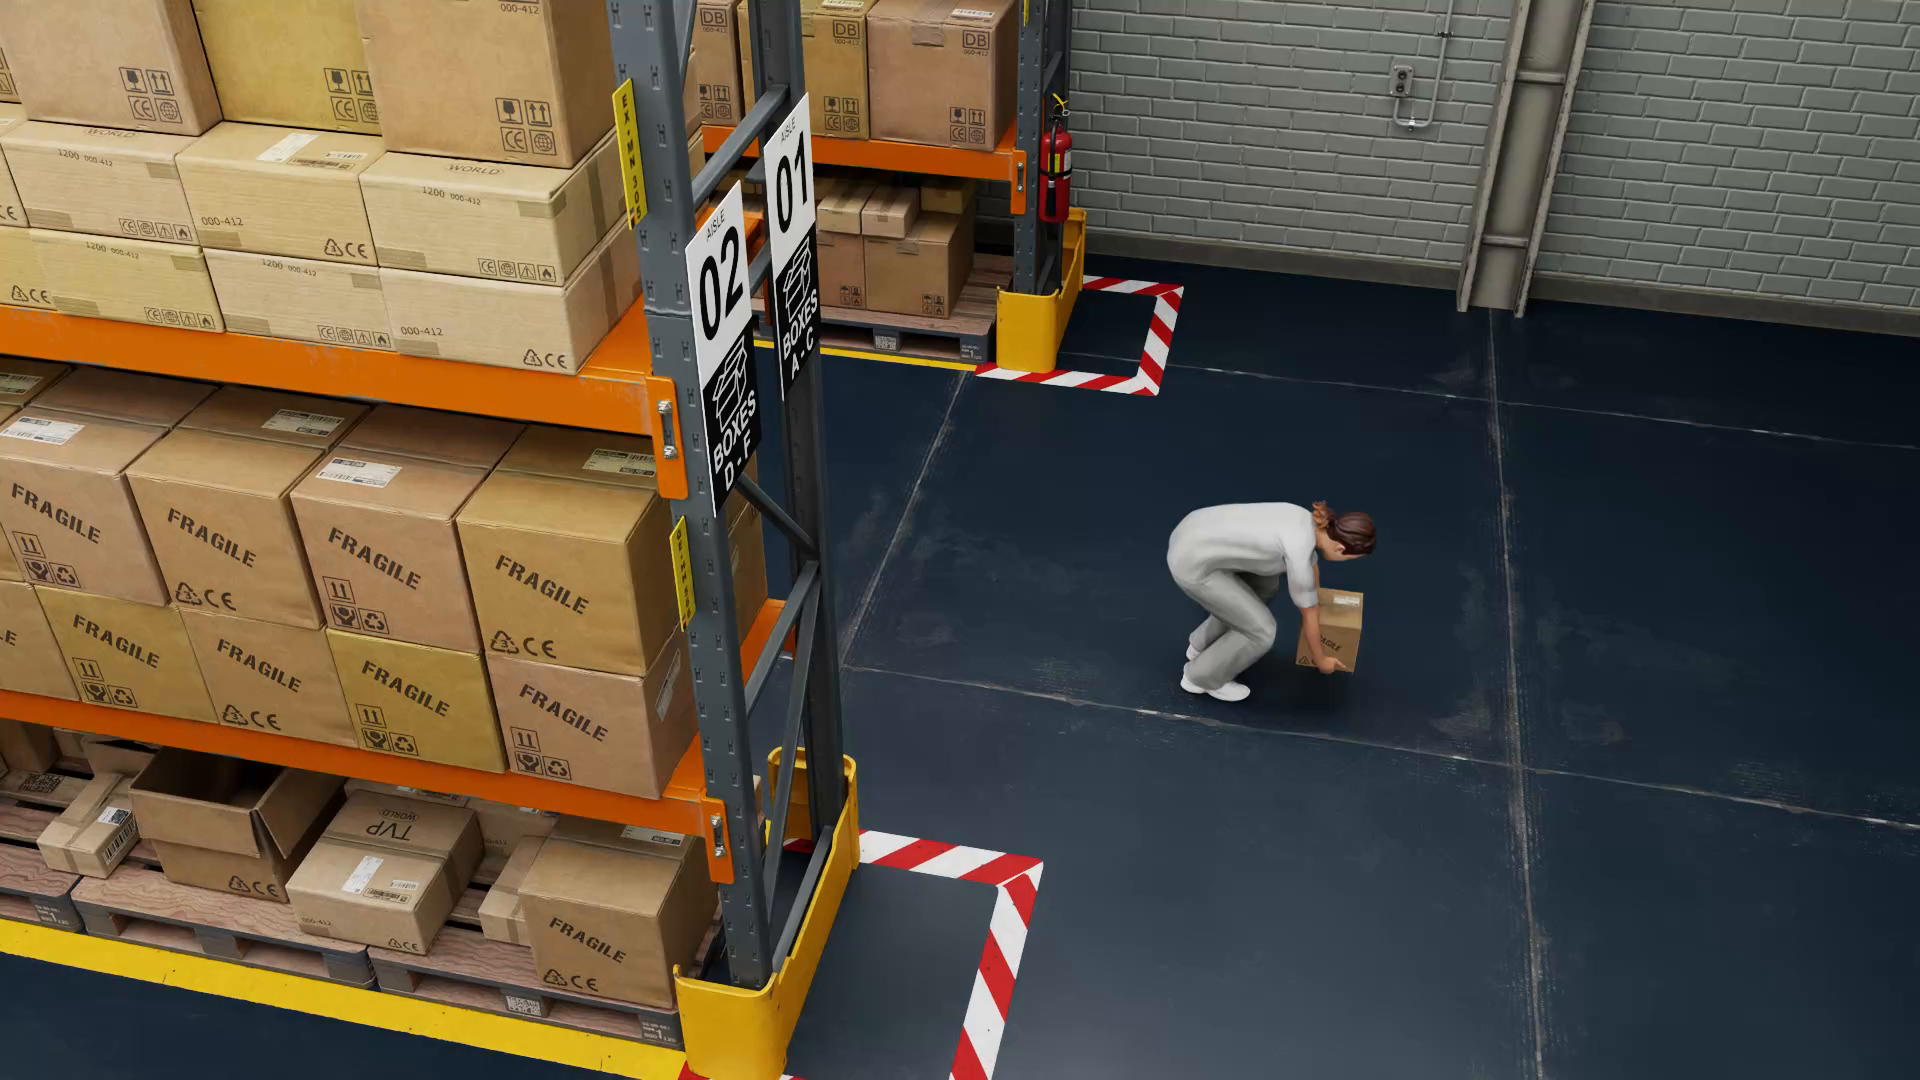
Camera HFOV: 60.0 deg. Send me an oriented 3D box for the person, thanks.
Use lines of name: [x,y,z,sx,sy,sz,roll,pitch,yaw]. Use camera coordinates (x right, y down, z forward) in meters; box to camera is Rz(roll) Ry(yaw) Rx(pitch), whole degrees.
person: [1.323,0.239,7.231,0.864,0.976,0.475,6,37,8]
